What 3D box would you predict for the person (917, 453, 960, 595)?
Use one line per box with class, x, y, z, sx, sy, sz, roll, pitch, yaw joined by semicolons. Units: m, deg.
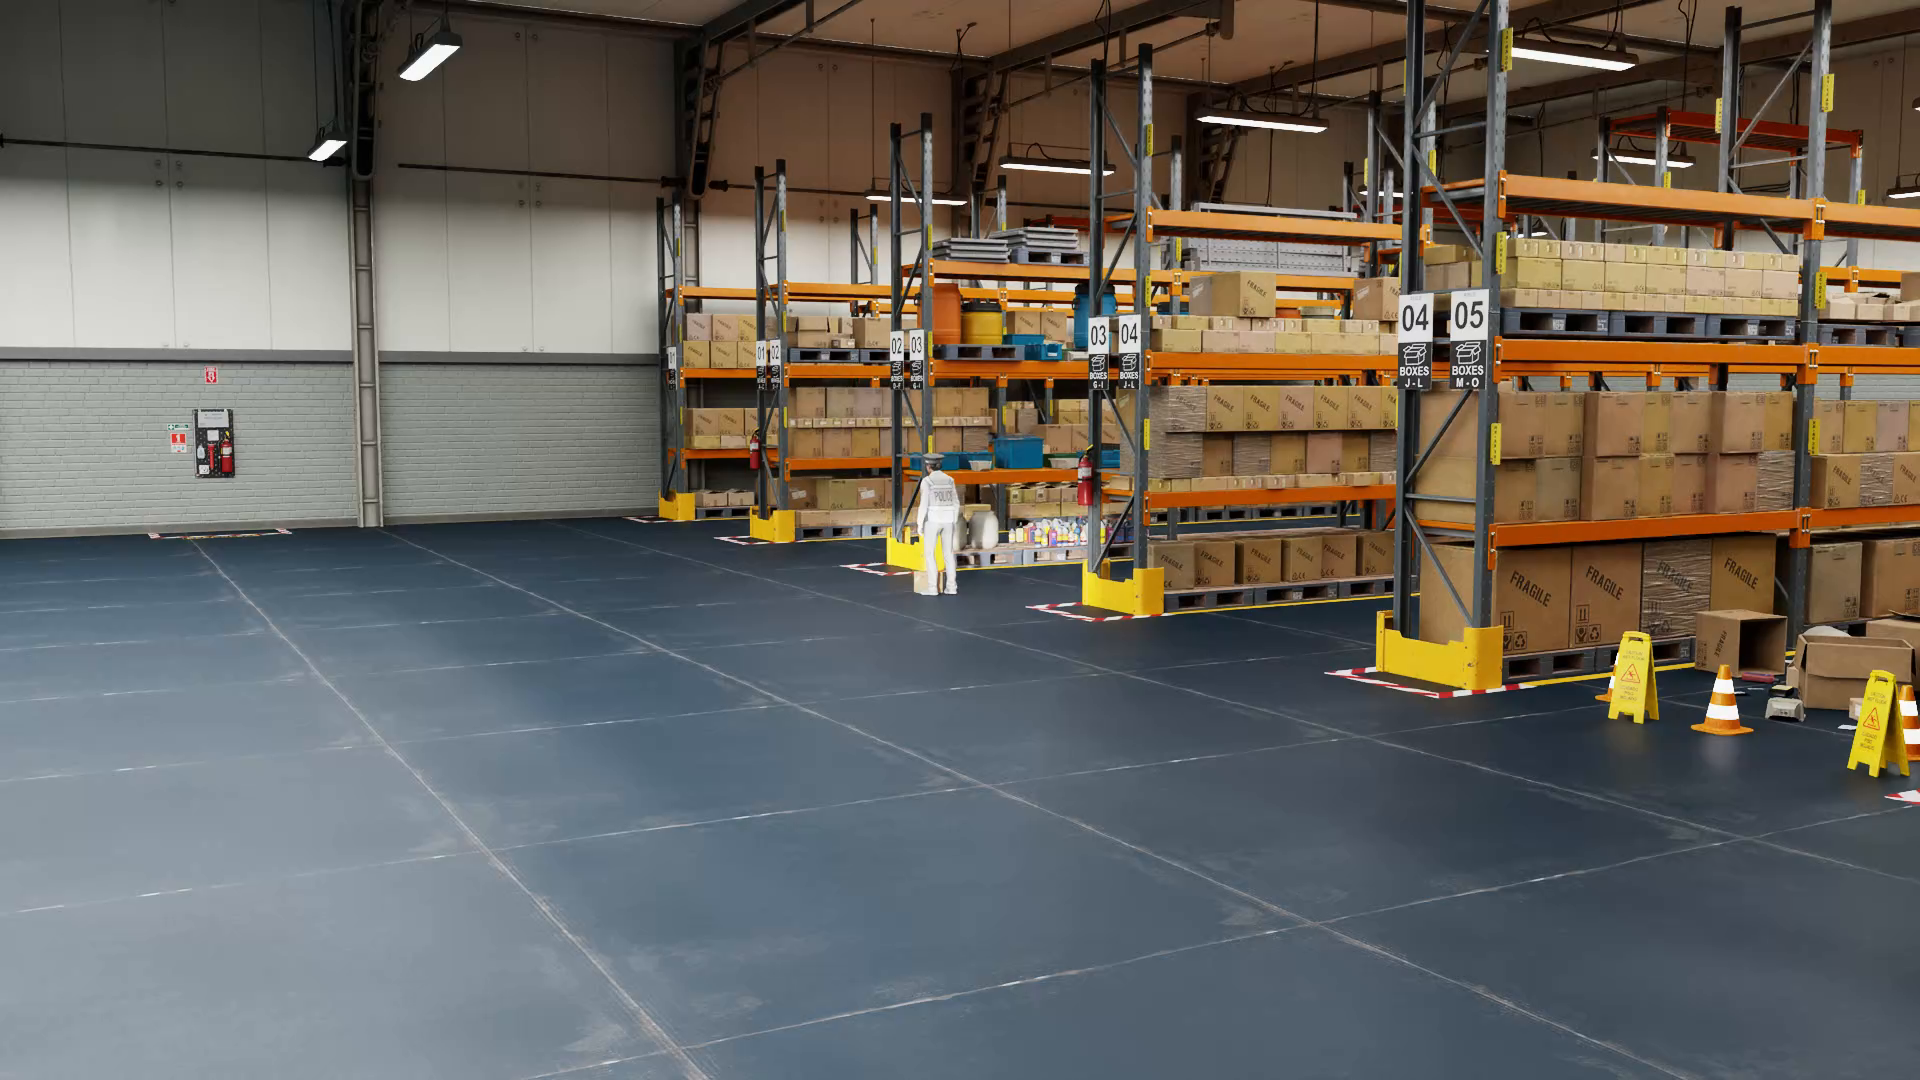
person;-0.259;-0.184;19.534;0.535;1.663;0.379;-3;6;-30
